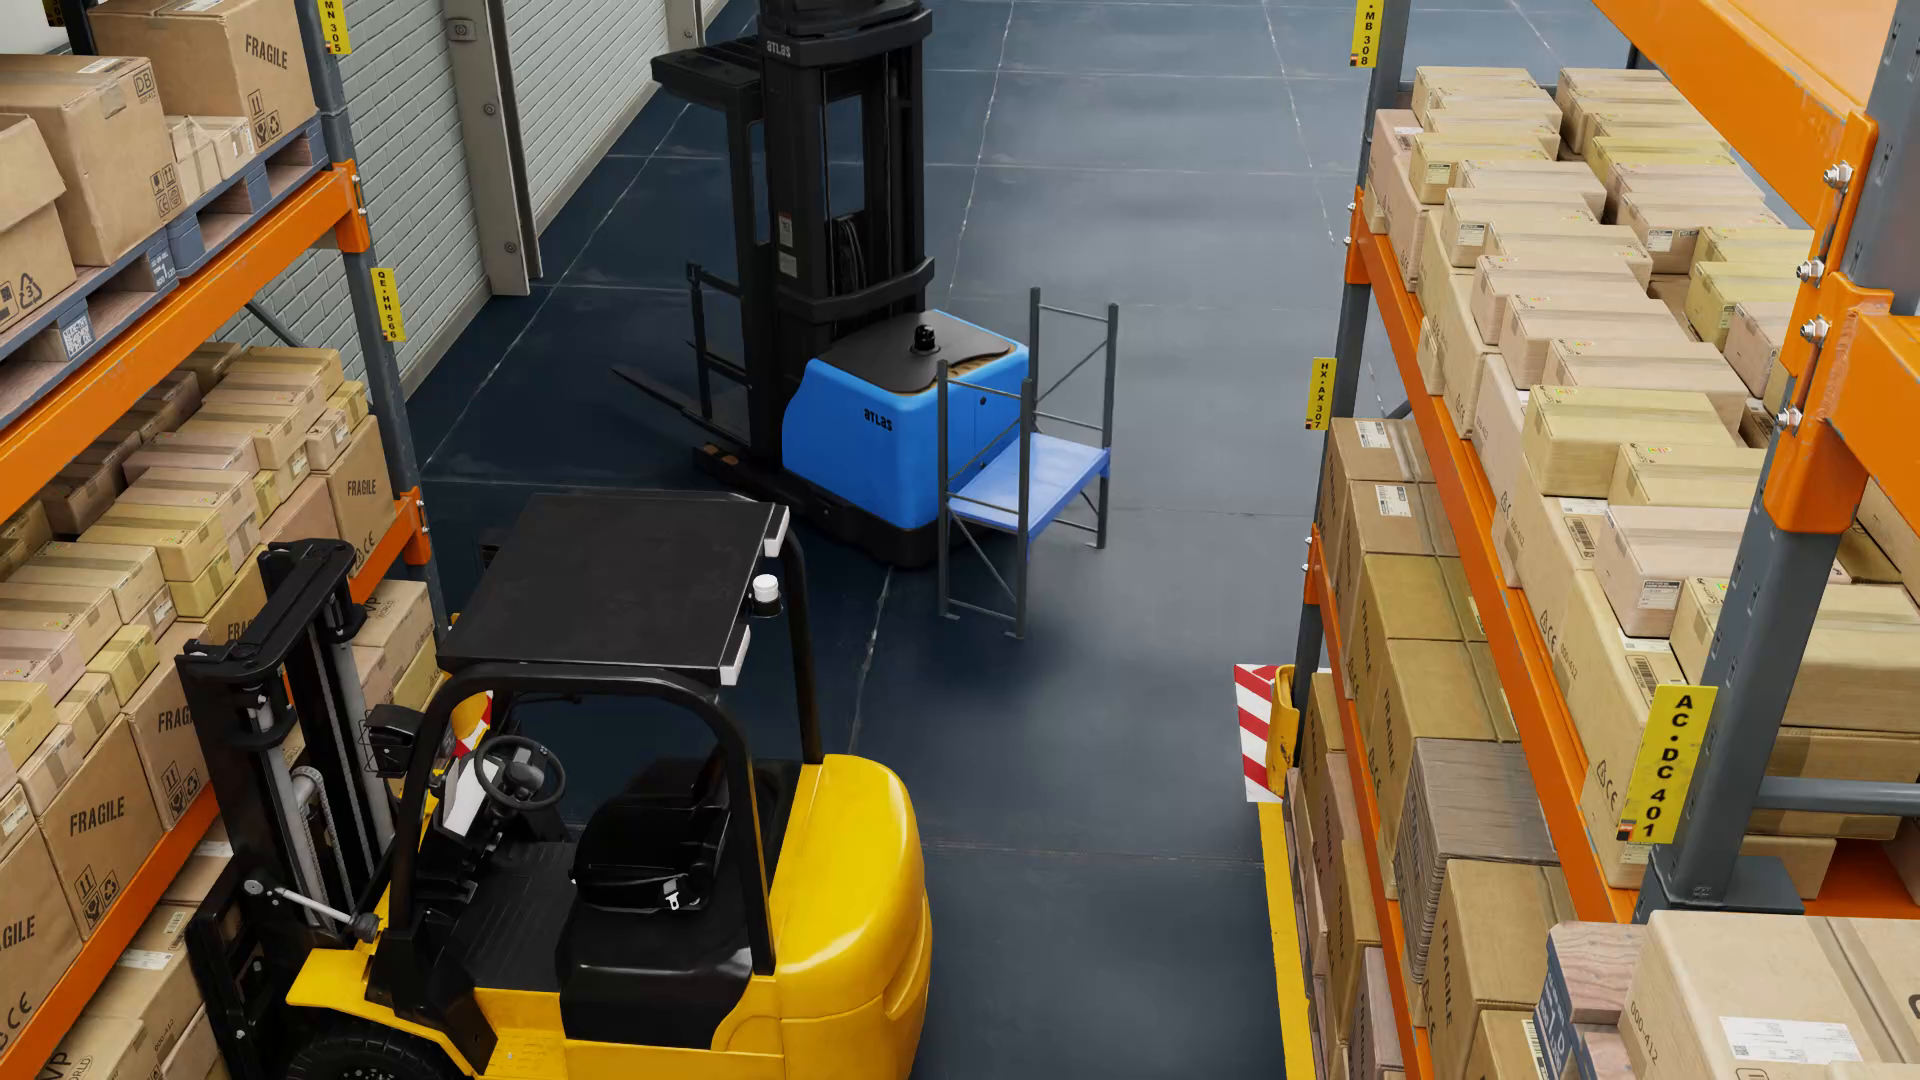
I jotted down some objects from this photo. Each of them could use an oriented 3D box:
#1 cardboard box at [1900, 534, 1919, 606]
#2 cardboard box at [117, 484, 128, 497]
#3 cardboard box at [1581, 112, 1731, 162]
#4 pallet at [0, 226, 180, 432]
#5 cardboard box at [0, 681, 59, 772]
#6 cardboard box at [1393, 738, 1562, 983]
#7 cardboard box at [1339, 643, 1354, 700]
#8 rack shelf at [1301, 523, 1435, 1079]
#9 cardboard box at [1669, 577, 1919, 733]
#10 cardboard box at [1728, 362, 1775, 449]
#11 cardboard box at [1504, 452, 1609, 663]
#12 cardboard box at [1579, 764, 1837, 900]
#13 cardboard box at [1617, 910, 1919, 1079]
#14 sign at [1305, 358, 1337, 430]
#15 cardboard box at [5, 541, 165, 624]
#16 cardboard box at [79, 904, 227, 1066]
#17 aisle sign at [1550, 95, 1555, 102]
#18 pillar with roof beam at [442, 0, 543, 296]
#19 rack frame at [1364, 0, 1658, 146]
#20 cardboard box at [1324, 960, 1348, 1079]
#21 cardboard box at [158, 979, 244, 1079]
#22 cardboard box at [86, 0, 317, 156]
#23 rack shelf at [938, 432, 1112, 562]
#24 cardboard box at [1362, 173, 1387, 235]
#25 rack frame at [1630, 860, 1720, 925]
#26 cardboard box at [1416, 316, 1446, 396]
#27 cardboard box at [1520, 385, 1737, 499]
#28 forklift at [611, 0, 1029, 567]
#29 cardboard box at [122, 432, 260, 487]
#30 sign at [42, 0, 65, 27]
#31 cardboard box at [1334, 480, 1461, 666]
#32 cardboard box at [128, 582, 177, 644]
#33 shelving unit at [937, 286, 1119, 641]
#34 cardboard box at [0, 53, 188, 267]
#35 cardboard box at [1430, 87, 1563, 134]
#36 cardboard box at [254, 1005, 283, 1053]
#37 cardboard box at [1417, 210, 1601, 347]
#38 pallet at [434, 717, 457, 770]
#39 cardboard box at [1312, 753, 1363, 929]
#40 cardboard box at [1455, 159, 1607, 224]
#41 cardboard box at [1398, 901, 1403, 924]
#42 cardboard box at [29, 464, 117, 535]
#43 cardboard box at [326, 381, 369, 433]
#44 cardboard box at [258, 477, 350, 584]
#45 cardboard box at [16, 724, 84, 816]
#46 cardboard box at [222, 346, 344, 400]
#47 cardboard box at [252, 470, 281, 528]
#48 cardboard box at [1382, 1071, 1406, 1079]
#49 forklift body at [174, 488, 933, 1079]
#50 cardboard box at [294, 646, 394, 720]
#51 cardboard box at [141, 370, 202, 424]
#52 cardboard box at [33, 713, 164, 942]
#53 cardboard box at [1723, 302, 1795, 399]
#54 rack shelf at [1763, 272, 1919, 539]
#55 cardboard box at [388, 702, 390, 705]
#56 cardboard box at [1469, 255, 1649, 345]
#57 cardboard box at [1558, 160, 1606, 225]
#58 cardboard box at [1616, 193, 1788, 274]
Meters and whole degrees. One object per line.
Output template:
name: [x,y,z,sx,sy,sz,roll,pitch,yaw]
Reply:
cardboard box: [2.041,0.089,3.147,0.380,0.149,0.250,3,32,5]
cardboard box: [-3.277,-0.166,6.227,0.380,0.149,0.250,1,32,2]
cardboard box: [2.228,-1.258,5.333,0.380,0.149,0.250,2,32,3]
pallet: [-3.104,-0.646,4.945,1.003,0.211,1.213,2,32,4]
cardboard box: [-2.868,0.535,4.805,0.380,0.149,0.250,2,32,3]
cardboard box: [1.559,0.933,4.778,0.500,0.500,0.500,3,32,5]
cardboard box: [1.614,0.469,6.150,0.380,0.149,0.250,3,32,5]
rack shelf: [1.860,1.147,5.496,1.077,0.370,4.000,2,32,4]
cardboard box: [1.506,0.202,2.964,0.380,0.149,0.250,3,32,5]
cardboard box: [2.093,-0.203,4.001,0.500,0.250,0.500,3,32,4]
cardboard box: [1.505,0.040,3.607,0.500,0.250,0.500,2,32,3]
cardboard box: [1.419,0.538,3.179,0.380,0.149,0.250,3,32,4]
cardboard box: [1.250,0.783,2.285,0.500,0.250,0.500,2,32,3]
sign: [1.482,-0.597,6.815,0.100,0.325,0.005,2,32,4]
cardboard box: [-2.862,0.138,5.450,0.380,0.149,0.250,3,32,5]
cardboard box: [-2.817,1.475,5.545,0.500,0.250,0.500,3,32,6]
aisle sign: [2.317,-1.332,6.355,0.394,0.787,0.004,2,32,4]
pillar with roof beam: [0.900,-5.597,10.036,9.100,9.000,0.400,2,32,4]
rack frame: [2.023,-2.759,5.430,1.000,3.000,0.127,2,32,4]
cardboard box: [1.601,1.749,6.054,0.500,0.250,0.500,5,32,7]
cardboard box: [-2.811,1.690,5.674,0.500,0.250,0.500,2,32,4]
cardboard box: [-2.717,-1.714,6.003,0.500,0.500,0.500,3,32,6]
rack shelf: [0.359,-0.262,8.869,0.538,0.185,1.000,16,35,24]
cardboard box: [1.673,-1.216,6.024,0.380,0.149,0.250,2,32,4]
rack frame: [1.698,1.886,3.610,1.000,3.000,0.127,2,32,4]
cardboard box: [1.571,-0.540,4.928,0.380,0.149,0.250,3,32,5]
cardboard box: [1.451,-0.211,3.634,0.380,0.149,0.250,3,32,5]
forklift: [-0.989,-1.766,9.602,3.031,2.935,1.130,27,41,37]
cardboard box: [-2.821,-0.269,6.111,0.380,0.149,0.250,3,32,4]
sign: [-3.477,-2.125,6.352,0.100,0.325,0.005,2,32,4]
cardboard box: [1.669,0.132,6.078,0.500,0.500,0.500,3,32,5]
cardboard box: [-2.864,0.258,5.540,0.380,0.149,0.250,2,32,4]
shelving unit: [0.359,-0.415,8.774,0.538,1.500,1.048,16,35,24]
cardboard box: [-2.901,-1.183,5.141,0.700,0.500,0.500,3,32,4]
cardboard box: [1.786,-1.405,5.572,0.380,0.149,0.250,2,32,4]
cardboard box: [-2.767,1.629,6.248,0.500,0.250,0.500,3,32,6]
cardboard box: [1.649,-0.759,4.904,0.500,0.250,0.500,3,32,5]
pallet: [-2.945,1.173,7.425,1.003,0.211,1.213,2,32,4]
cardboard box: [1.642,1.163,6.289,0.500,0.500,0.500,1,32,2]
cardboard box: [1.685,-1.016,4.939,0.380,0.149,0.250,2,32,4]
cardboard box: [1.550,1.148,5.047,0.380,0.149,0.250,2,32,3]
cardboard box: [-3.258,-0.153,5.922,0.380,0.149,0.250,3,32,6]
cardboard box: [-2.673,-0.541,6.835,0.380,0.149,0.250,3,32,5]
cardboard box: [-2.754,0.081,6.444,0.500,0.500,0.500,3,32,6]
cardboard box: [-2.832,0.666,4.877,0.380,0.149,0.250,2,32,3]
cardboard box: [-2.743,-0.664,6.752,0.380,0.149,0.250,3,32,4]
cardboard box: [-2.778,-0.144,6.191,0.380,0.149,0.250,2,32,4]
cardboard box: [1.518,1.972,4.977,0.500,0.500,0.500,3,32,5]
forklift body: [-1.260,1.015,5.832,2.313,2.155,1.214,2,32,4]
cardboard box: [-2.687,0.672,6.848,0.500,0.250,0.500,3,32,5]
cardboard box: [-3.249,-0.558,6.579,0.380,0.149,0.250,4,32,6]
cardboard box: [-2.888,0.875,5.156,0.500,0.500,0.500,2,32,3]
cardboard box: [2.100,-0.457,4.034,0.380,0.149,0.250,2,32,3]
rack shelf: [1.535,0.855,0.633,1.077,0.370,4.000,2,32,4]
cardboard box: [-2.704,0.893,6.966,0.500,0.250,0.500,2,32,4]
cardboard box: [1.537,-0.613,4.286,0.380,0.149,0.250,3,32,5]
cardboard box: [2.194,-1.004,5.300,0.500,0.250,0.500,2,32,3]
cardboard box: [2.082,-0.864,4.694,0.380,0.149,0.250,2,32,3]
